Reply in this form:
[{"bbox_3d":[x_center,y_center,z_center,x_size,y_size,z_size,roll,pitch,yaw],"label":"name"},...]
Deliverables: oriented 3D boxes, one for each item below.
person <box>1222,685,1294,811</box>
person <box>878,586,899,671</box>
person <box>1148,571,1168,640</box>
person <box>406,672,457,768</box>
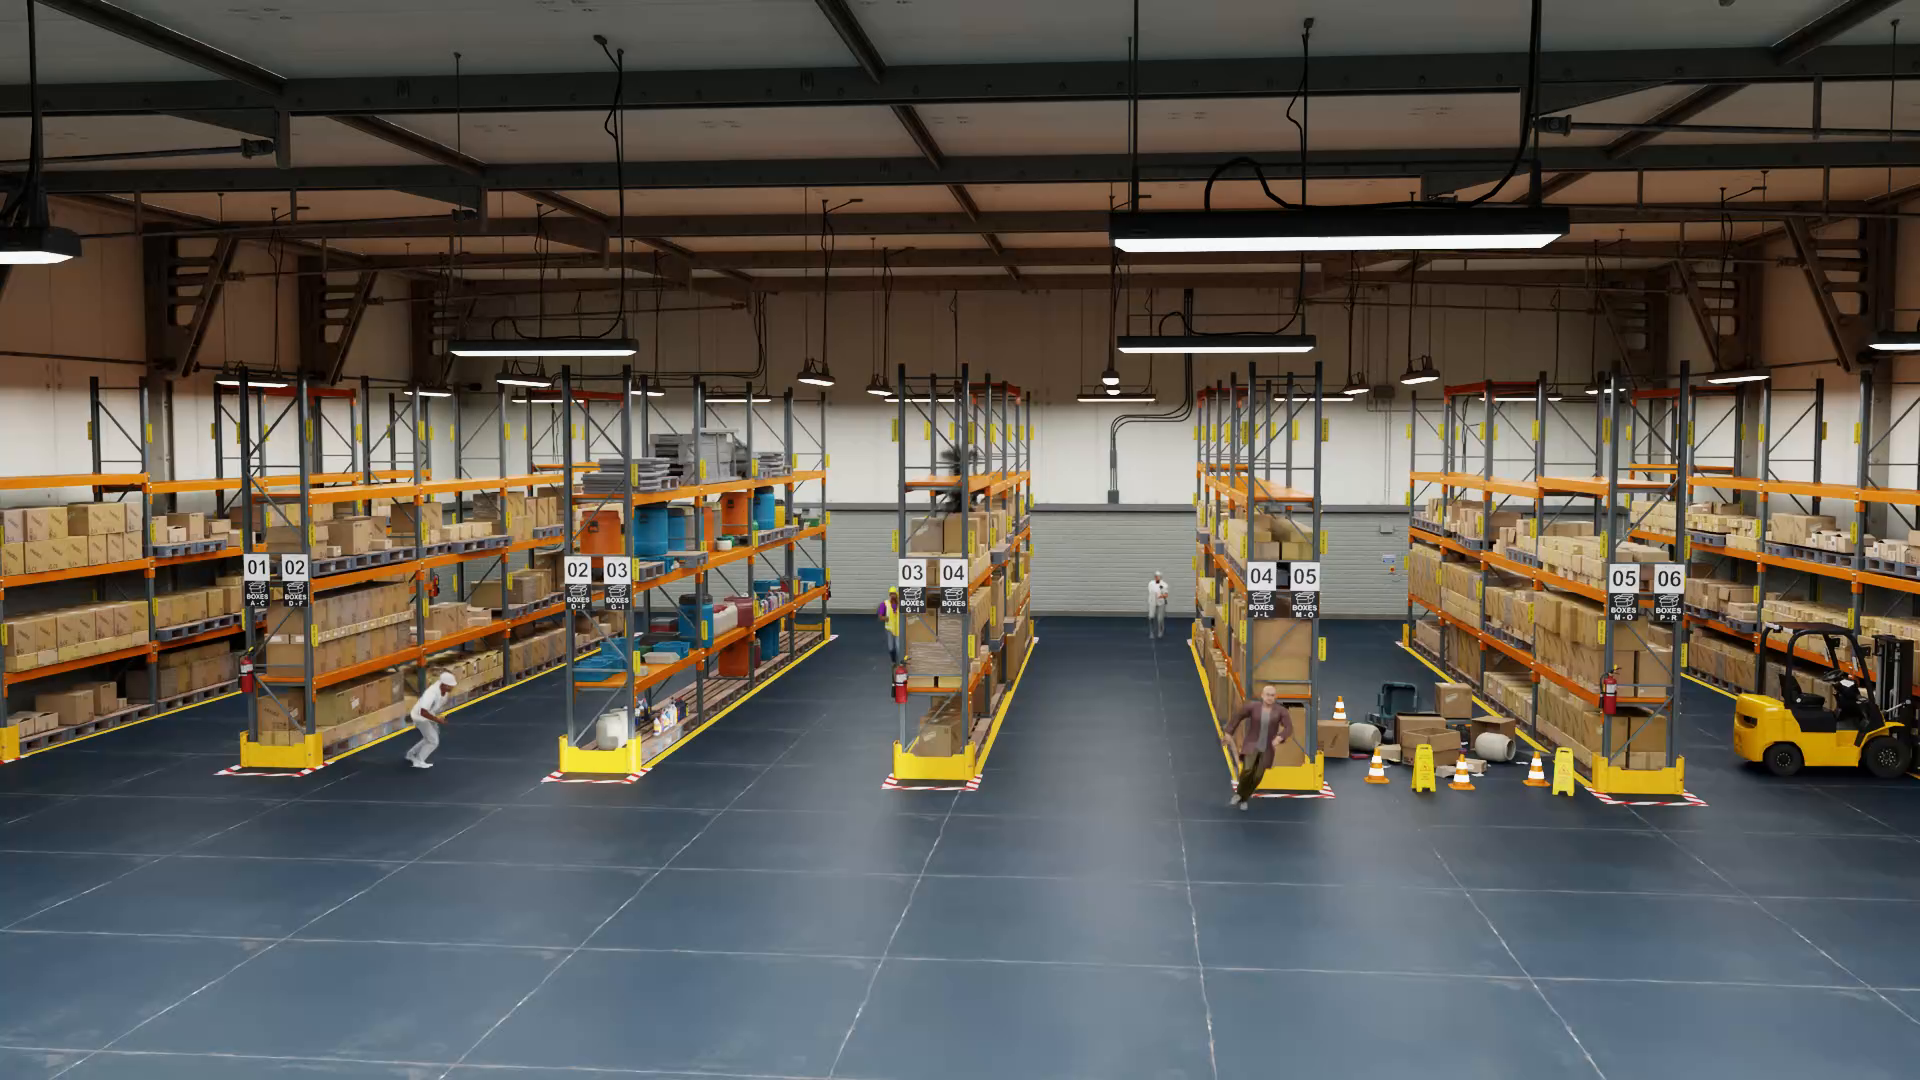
[{"bbox_3d":[3.969,2.768,22.030,0.879,1.695,0.735,0,4,-3],"label":"person"},{"bbox_3d":[-1.298,1.817,33.206,0.665,1.799,0.831,0,4,6],"label":"person"},{"bbox_3d":[4.823,1.597,40.518,0.510,1.683,0.800,1,4,12],"label":"person"},{"bbox_3d":[-7.879,2.678,24.759,0.953,1.482,0.741,0,4,6],"label":"person"}]
